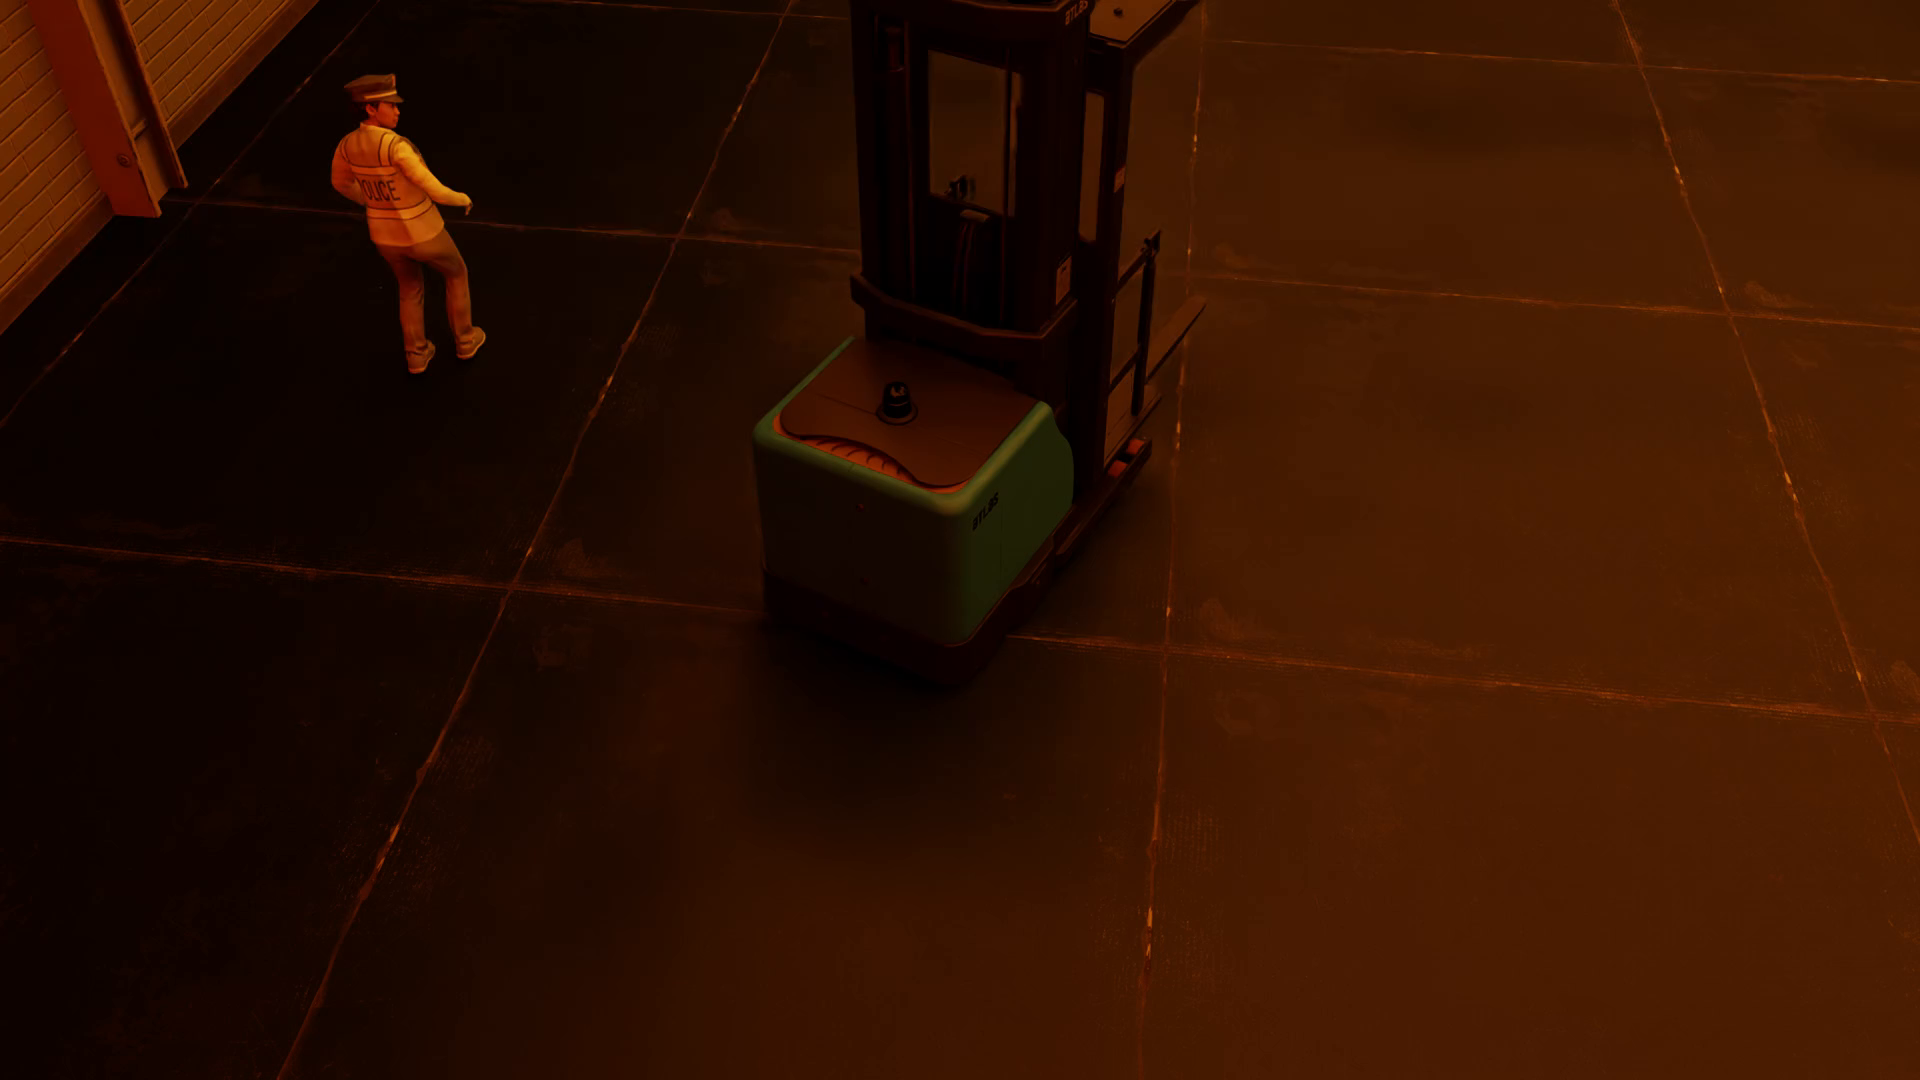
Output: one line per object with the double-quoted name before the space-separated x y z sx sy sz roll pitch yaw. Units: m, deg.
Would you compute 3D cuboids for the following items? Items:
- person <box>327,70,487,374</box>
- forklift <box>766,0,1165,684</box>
"person" -2.816 -1.607 8.437 0.693 1.643 0.473 10 44 11
"forklift" 0.219 -1.470 7.324 1.130 2.935 3.031 15 45 16
